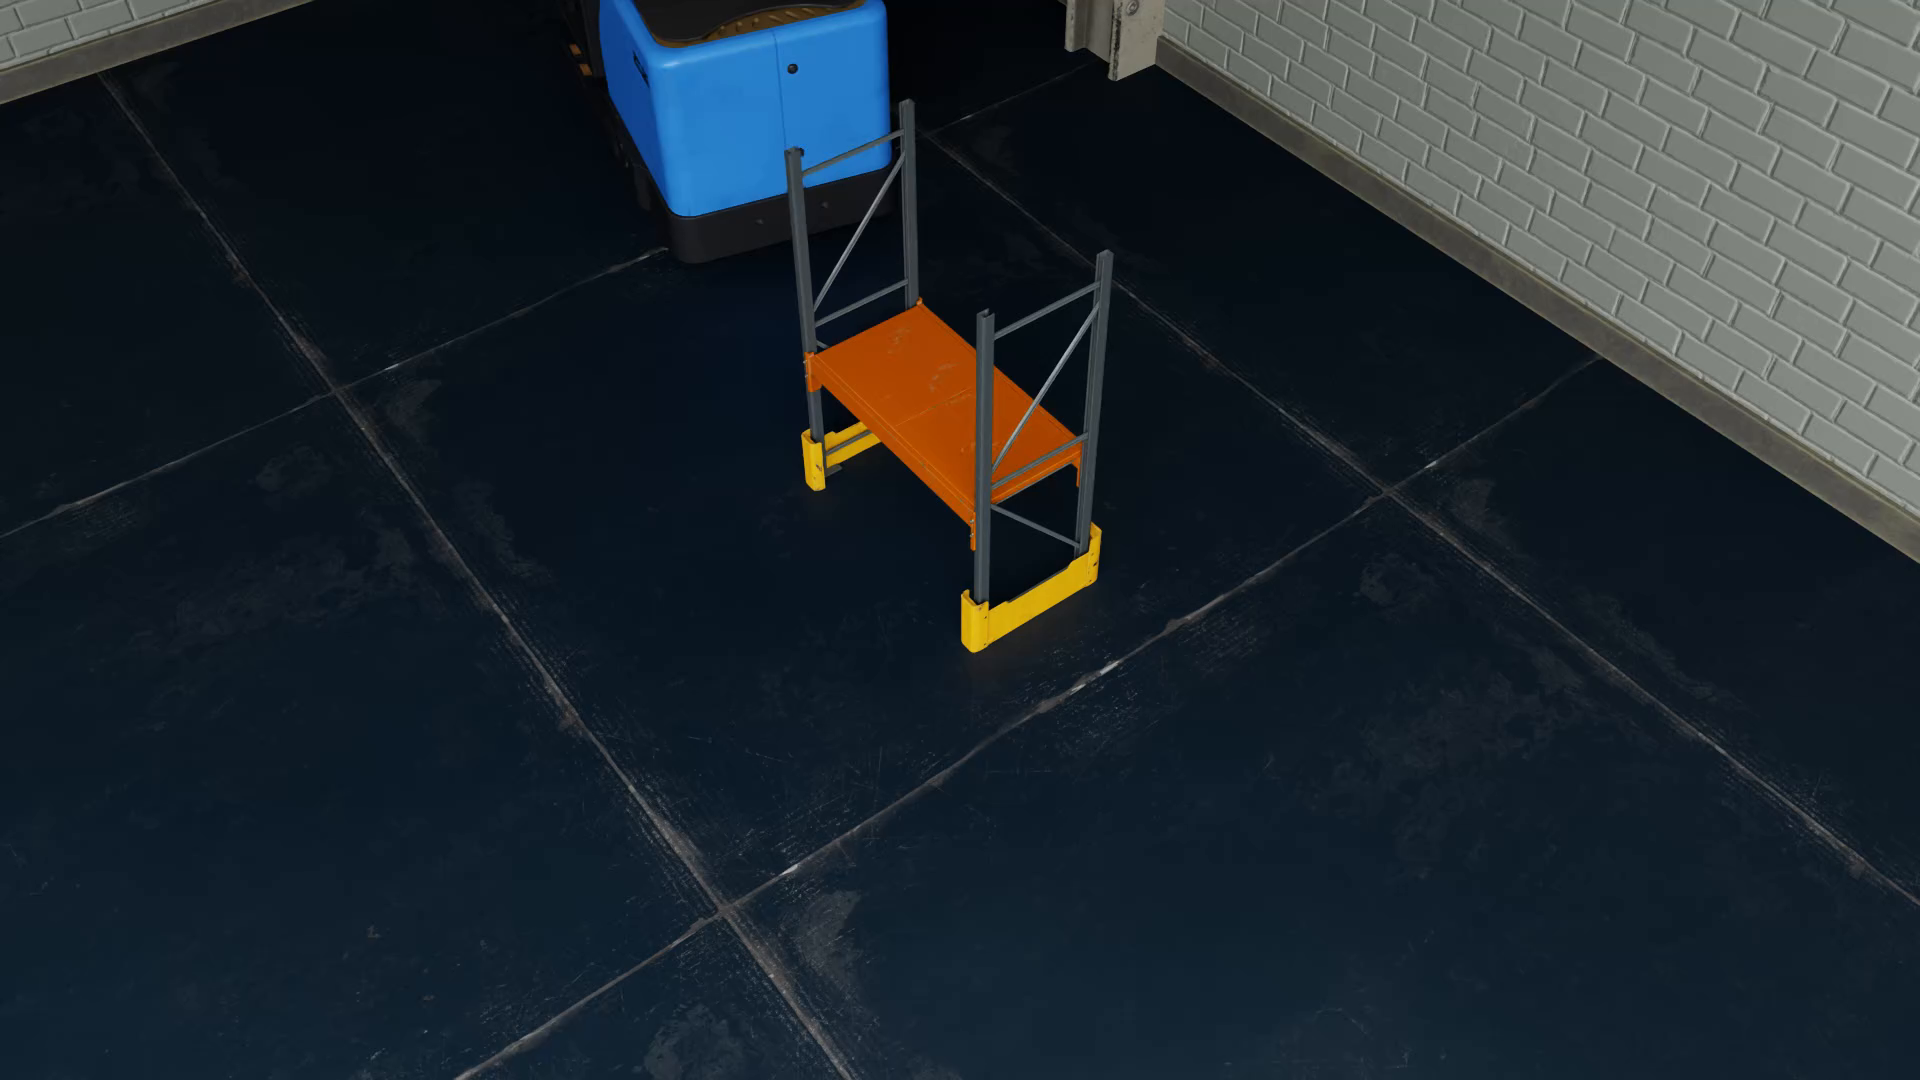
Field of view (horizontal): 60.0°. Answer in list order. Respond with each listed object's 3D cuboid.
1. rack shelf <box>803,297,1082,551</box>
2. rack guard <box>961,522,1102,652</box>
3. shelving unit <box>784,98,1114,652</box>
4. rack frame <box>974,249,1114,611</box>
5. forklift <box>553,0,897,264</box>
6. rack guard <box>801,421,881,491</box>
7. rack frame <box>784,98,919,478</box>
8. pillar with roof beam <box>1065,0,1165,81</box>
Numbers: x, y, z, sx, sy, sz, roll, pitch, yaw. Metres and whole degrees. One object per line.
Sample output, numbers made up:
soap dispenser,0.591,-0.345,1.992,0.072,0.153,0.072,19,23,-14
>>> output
rack shelf,-0.052,-0.433,5.873,0.538,0.185,1.000,-29,54,-24
rack guard,0.255,0.165,5.932,0.587,0.250,0.087,-29,54,-24
shelving unit,-0.046,-0.549,5.735,0.587,1.500,1.083,-29,54,-24
rack frame,0.256,-0.254,5.468,0.500,1.500,0.032,-29,54,-24
forklift,-1.337,-3.298,7.262,1.130,2.935,3.031,-18,50,-16
rack guard,-0.348,-0.423,6.464,0.587,0.250,0.087,-29,54,-24
rack frame,-0.359,-0.854,6.012,0.500,1.500,0.032,-29,54,-24
pillar with roof beam,-2.651,-3.574,3.416,9.100,9.000,0.400,-29,54,-24
